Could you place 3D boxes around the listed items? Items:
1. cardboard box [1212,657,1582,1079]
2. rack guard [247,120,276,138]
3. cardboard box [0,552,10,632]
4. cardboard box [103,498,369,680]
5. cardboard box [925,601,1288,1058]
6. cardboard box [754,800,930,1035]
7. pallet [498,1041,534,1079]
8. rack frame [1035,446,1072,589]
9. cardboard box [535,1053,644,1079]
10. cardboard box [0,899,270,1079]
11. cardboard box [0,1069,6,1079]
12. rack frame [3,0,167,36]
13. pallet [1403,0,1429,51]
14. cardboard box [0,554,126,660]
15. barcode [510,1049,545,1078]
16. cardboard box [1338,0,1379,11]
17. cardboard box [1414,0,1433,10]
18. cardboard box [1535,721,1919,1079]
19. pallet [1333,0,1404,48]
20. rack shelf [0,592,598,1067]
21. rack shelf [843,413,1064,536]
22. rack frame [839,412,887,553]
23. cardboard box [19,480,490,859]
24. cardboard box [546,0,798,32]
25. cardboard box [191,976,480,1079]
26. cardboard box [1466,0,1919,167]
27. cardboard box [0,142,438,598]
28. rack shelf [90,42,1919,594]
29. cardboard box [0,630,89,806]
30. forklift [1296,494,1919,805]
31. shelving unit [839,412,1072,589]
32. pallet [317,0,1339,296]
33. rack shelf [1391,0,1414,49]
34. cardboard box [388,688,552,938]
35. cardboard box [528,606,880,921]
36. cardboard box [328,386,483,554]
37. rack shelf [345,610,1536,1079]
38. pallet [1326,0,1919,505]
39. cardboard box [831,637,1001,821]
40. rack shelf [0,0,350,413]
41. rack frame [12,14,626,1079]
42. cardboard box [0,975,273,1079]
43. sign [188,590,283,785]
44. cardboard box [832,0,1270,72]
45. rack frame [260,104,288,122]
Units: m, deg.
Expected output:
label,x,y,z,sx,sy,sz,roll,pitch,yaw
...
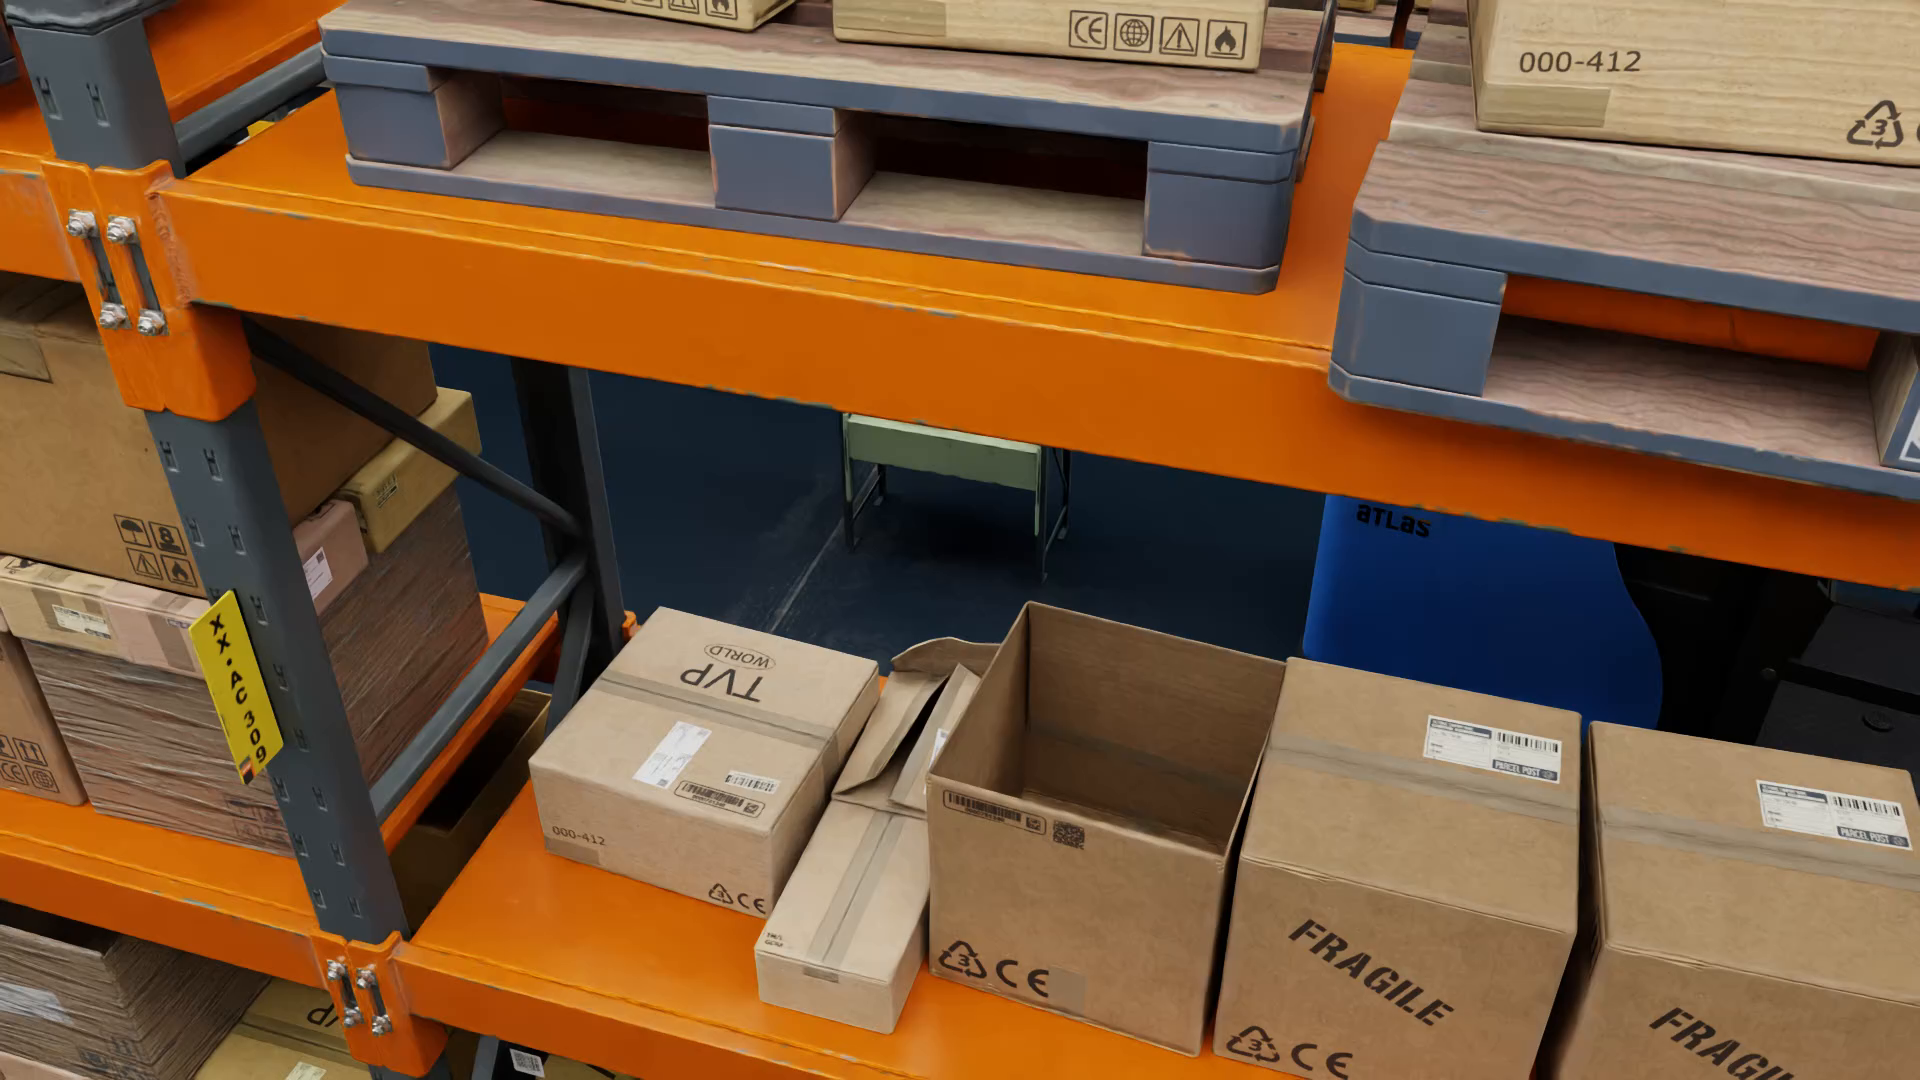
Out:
label,x,y,z,sx,sy,sz,roll,pitch,yaw
cardboard box,0.743,0.587,2.837,0.500,0.500,0.500,11,38,14
rack guard,-3.238,-2.189,8.803,0.348,0.500,1.175,10,38,14
cardboard box,-1.776,-0.017,3.111,0.250,0.149,0.380,9,37,13
cardboard box,-1.289,0.073,2.989,0.250,0.149,0.380,10,38,14
cardboard box,0.265,0.499,2.957,0.500,0.500,0.500,13,38,17
cardboard box,-0.181,0.674,3.015,0.250,0.149,0.380,10,38,14
pallet,-1.713,1.260,4.360,1.213,0.211,1.003,10,38,14
rack frame,0.343,-0.541,5.719,0.023,1.500,0.400,10,38,14
cardboard box,-0.646,1.227,3.544,0.500,0.311,0.500,11,38,14
cardboard box,-1.948,0.884,3.851,0.500,0.500,0.500,10,38,14
cardboard box,-2.430,1.107,4.181,0.500,0.250,0.500,10,38,14
rack frame,-0.966,-2.115,1.532,0.127,3.000,1.000,10,38,14
pallet,2.424,-2.045,6.660,1.213,0.211,1.003,10,38,14
cardboard box,-1.525,0.028,3.050,0.250,0.149,0.380,10,37,13
barcode,-0.847,1.025,3.255,0.075,0.075,0.001,10,38,14
cardboard box,1.514,-2.508,6.671,0.500,0.500,0.700,14,39,19
cardboard box,2.152,-2.409,6.537,0.500,0.500,0.700,16,39,20
cardboard box,1.246,0.680,2.711,0.500,0.500,0.500,9,37,11
pallet,1.194,-2.208,6.881,1.213,0.211,1.003,10,38,14
rack shelf,-2.875,0.237,4.004,4.000,0.370,1.077,10,38,14
rack shelf,-0.006,-0.343,6.000,0.720,0.370,0.431,10,38,14
rack frame,-0.356,-0.670,5.895,0.023,1.500,0.400,10,38,14
cardboard box,-1.391,0.186,3.383,0.500,0.500,0.700,10,37,13
cardboard box,-0.381,-0.901,2.186,0.500,0.250,0.500,14,39,19
cardboard box,-1.474,1.281,3.944,0.500,0.250,0.500,10,38,14
cardboard box,0.841,-0.643,1.835,0.500,0.250,0.500,7,37,10
cardboard box,-1.391,-0.337,2.998,0.500,0.500,0.700,11,38,14
rack shelf,0.943,-0.264,2.154,4.000,0.370,1.077,10,38,14
cardboard box,-1.897,0.096,3.504,0.500,0.500,0.700,10,38,13
forklift,2.625,-0.444,4.380,3.031,2.935,1.130,16,39,20
shelving unit,-0.006,-0.605,5.807,0.755,1.500,0.431,10,38,14
pallet,-0.120,-0.681,2.276,1.217,0.209,0.805,9,37,12
rack shelf,2.417,-1.859,6.852,4.000,0.370,1.077,10,38,14
cardboard box,-1.315,0.678,4.131,0.500,0.500,0.500,10,38,14
cardboard box,-0.483,0.424,3.270,0.500,0.250,0.500,13,38,17
cardboard box,-1.165,-0.158,3.302,0.250,0.149,0.380,10,38,14
rack shelf,0.943,0.944,3.043,4.000,0.370,1.077,10,38,14
pallet,1.109,-0.389,1.877,1.213,0.211,1.003,12,38,16
cardboard box,-0.072,0.407,3.280,0.258,0.266,0.396,10,37,13
rack shelf,-2.875,-0.971,3.115,4.000,0.370,1.077,10,38,14
rack frame,-0.966,0.301,3.311,0.127,3.000,1.000,10,38,14
cardboard box,-1.948,1.187,4.072,0.500,0.250,0.500,10,38,14
sign,-1.130,0.235,2.603,0.005,0.325,0.100,10,38,14
cardboard box,0.144,-0.806,2.056,0.500,0.250,0.500,7,37,9
rack frame,-3.311,-3.209,8.080,0.127,3.000,1.000,10,38,14
